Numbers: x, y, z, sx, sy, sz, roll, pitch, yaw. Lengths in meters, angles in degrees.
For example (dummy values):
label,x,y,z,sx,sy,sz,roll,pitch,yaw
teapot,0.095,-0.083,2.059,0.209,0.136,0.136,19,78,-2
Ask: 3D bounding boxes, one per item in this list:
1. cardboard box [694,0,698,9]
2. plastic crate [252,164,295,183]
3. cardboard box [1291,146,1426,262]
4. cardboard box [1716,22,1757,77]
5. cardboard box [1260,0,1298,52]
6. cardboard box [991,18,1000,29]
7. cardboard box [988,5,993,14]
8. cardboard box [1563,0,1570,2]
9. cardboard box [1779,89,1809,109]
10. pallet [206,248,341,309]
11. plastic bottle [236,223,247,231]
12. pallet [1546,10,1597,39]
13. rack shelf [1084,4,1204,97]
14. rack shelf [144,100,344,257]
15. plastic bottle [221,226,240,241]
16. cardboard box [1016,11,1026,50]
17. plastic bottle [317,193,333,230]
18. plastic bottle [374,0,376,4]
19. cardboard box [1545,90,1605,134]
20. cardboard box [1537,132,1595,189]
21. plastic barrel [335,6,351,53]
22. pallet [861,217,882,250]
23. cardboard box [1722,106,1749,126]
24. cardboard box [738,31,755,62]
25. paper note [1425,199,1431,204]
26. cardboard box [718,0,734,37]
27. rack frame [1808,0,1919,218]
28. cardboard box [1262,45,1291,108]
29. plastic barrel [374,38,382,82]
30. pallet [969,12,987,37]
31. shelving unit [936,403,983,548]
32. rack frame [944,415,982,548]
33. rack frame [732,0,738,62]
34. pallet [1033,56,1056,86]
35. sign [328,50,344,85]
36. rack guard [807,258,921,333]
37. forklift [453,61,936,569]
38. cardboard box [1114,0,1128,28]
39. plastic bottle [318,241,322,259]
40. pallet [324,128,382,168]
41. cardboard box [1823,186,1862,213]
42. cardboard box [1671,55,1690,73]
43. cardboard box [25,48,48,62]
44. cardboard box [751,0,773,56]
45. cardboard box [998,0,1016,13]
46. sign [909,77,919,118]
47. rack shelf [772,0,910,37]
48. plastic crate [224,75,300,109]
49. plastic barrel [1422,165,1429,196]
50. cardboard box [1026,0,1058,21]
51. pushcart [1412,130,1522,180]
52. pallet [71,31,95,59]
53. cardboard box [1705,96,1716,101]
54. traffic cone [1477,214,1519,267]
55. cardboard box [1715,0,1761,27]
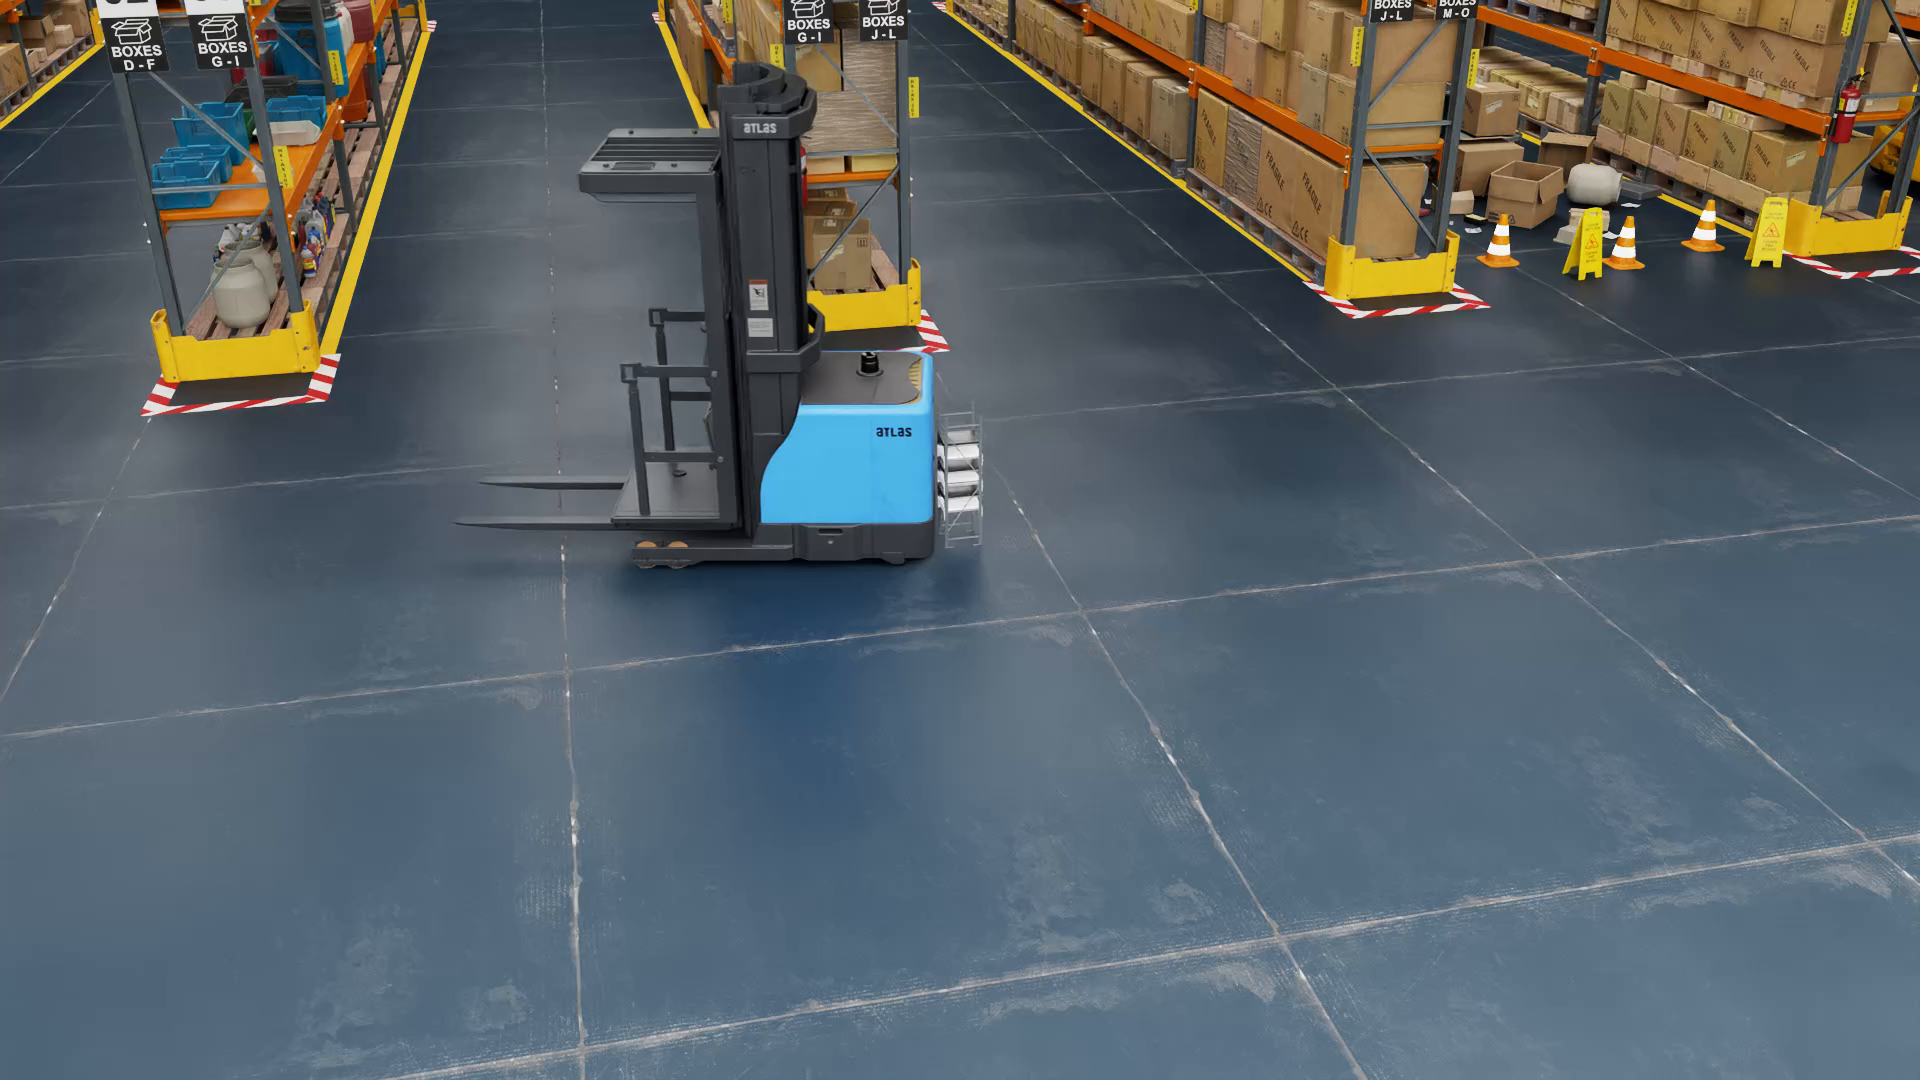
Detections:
label,x,y,z,sx,sy,sz,roll,pitch,yaw
cardboard box,-3.180,-7.161,21.498,0.500,0.500,0.500,-6,27,-12
plastic crate,-5.632,-2.999,13.654,0.298,0.136,0.250,-6,27,-12
cardboard box,3.720,-3.183,15.619,0.875,0.875,0.875,-6,27,-11
cardboard box,8.129,-5.028,16.942,0.500,0.500,0.500,-6,27,-12
cardboard box,3.438,-5.080,16.121,0.875,0.550,0.500,-6,27,-12
cardboard box,0.713,-8.205,26.376,0.380,0.149,0.250,-7,28,-13
cardboard box,0.664,-8.538,26.704,0.380,0.149,0.250,-5,27,-10
cardboard box,7.395,-6.718,19.824,0.500,0.500,0.500,-6,27,-11
cardboard box,8.279,-4.330,16.279,0.380,0.149,0.250,-6,27,-12
pallet,-6.256,-2.366,15.204,1.003,0.211,1.213,-6,27,-12
plastic bottle,-6.755,-2.885,15.677,0.097,0.271,0.097,0,27,0
pallet,7.805,-6.221,19.958,1.003,0.211,1.213,-6,27,-12
rack shelf,2.585,-5.966,20.039,1.077,0.370,4.000,-6,27,-12
rack shelf,-6.194,-3.248,14.654,1.077,0.370,4.000,-6,27,-12
plastic bottle,-6.687,-2.713,15.248,0.144,0.351,0.185,-5,27,-9
cardboard box,1.141,-7.641,24.868,0.500,0.500,0.500,-5,27,-10
plastic bottle,-6.219,-3.207,16.227,0.144,0.351,0.185,-7,28,-13
plastic bottle,-7.669,-7.127,21.670,0.061,0.283,0.133,-6,27,-12
cardboard box,7.715,-5.200,20.174,0.950,0.372,0.625,-6,27,-11
cardboard box,6.751,-4.233,18.578,0.500,0.500,0.500,13,30,24
plastic barrel,-7.012,-5.638,18.467,0.421,0.512,0.421,0,27,0
pallet,-1.355,-2.877,16.216,1.003,0.211,1.213,-6,27,-12
cardboard box,8.101,-4.375,17.121,0.380,0.149,0.250,-5,27,-11
cardboard box,-1.700,-4.700,16.292,0.875,0.500,0.500,-6,27,-12
paper note,5.125,-3.670,17.995,0.172,0.023,0.155,3,27,6
cardboard box,-2.300,-5.935,18.599,0.797,0.503,0.637,-3,27,-6
rack frame,8.737,-4.200,15.742,1.000,3.000,0.127,-6,27,-12
cardboard box,3.501,-4.605,16.377,0.875,0.550,0.500,-6,27,-12
plastic barrel,-8.182,-6.658,22.475,0.600,0.901,0.708,-6,27,-12
pallet,0.769,-8.504,27.364,1.003,0.211,1.213,-6,27,-12
shelving unit,-0.001,-0.405,10.554,0.258,0.900,0.210,-6,27,-11
rack frame,0.022,-0.361,10.466,0.240,0.900,0.006,-6,27,-11
rack frame,-1.819,-4.950,17.227,1.000,3.000,0.127,-6,27,-12
pallet,1.688,-6.798,23.984,1.003,0.211,1.213,-6,27,-12
sign,-6.106,-4.621,16.270,0.100,0.325,0.005,-6,27,-12
rack guard,-0.935,-2.111,14.378,1.175,0.500,0.348,-6,27,-12
forklift,-1.678,-1.368,10.207,3.031,2.935,1.130,0,27,0
cardboard box,2.203,-6.541,20.269,0.500,0.500,0.500,-6,27,-12
plastic bottle,-5.971,-2.703,15.394,0.097,0.201,0.097,0,27,0
pallet,-7.410,-4.614,19.657,1.003,0.211,1.213,-6,27,-12
cardboard box,8.825,-3.542,17.024,0.500,0.250,0.500,-6,27,-12
cardboard box,7.873,-5.110,17.825,0.380,0.149,0.250,-6,27,-11
cardboard box,-13.363,-6.974,23.894,0.380,0.166,0.250,-6,27,-12
cardboard box,-1.616,-4.693,15.168,0.500,0.500,0.500,-6,27,-12
cardboard box,0.803,-8.339,25.981,0.380,0.149,0.250,-6,27,-11
sign,-0.389,-3.635,13.663,0.100,0.325,0.005,-6,27,-12
rack shelf,-1.369,-5.090,14.974,1.077,0.370,4.000,-6,27,-12
plastic crate,-6.651,-4.176,15.764,0.767,0.338,0.504,-6,27,-12
plastic barrel,4.786,-3.917,18.040,0.512,0.421,0.421,13,30,24
cardboard box,1.264,-7.743,24.237,0.500,0.250,0.500,-5,27,-10
pushcart,5.626,-4.532,19.310,1.648,0.377,0.936,-16,31,-29
pallet,-13.978,-7.585,25.544,1.003,0.211,1.213,-6,27,-12
cardboard box,8.463,-4.571,18.231,0.500,0.500,0.500,-5,27,-9
traffic cone,5.201,-2.898,15.978,0.336,0.463,0.334,-6,27,-12
cardboard box,8.087,-5.462,16.692,0.700,0.500,0.500,-6,27,-12
